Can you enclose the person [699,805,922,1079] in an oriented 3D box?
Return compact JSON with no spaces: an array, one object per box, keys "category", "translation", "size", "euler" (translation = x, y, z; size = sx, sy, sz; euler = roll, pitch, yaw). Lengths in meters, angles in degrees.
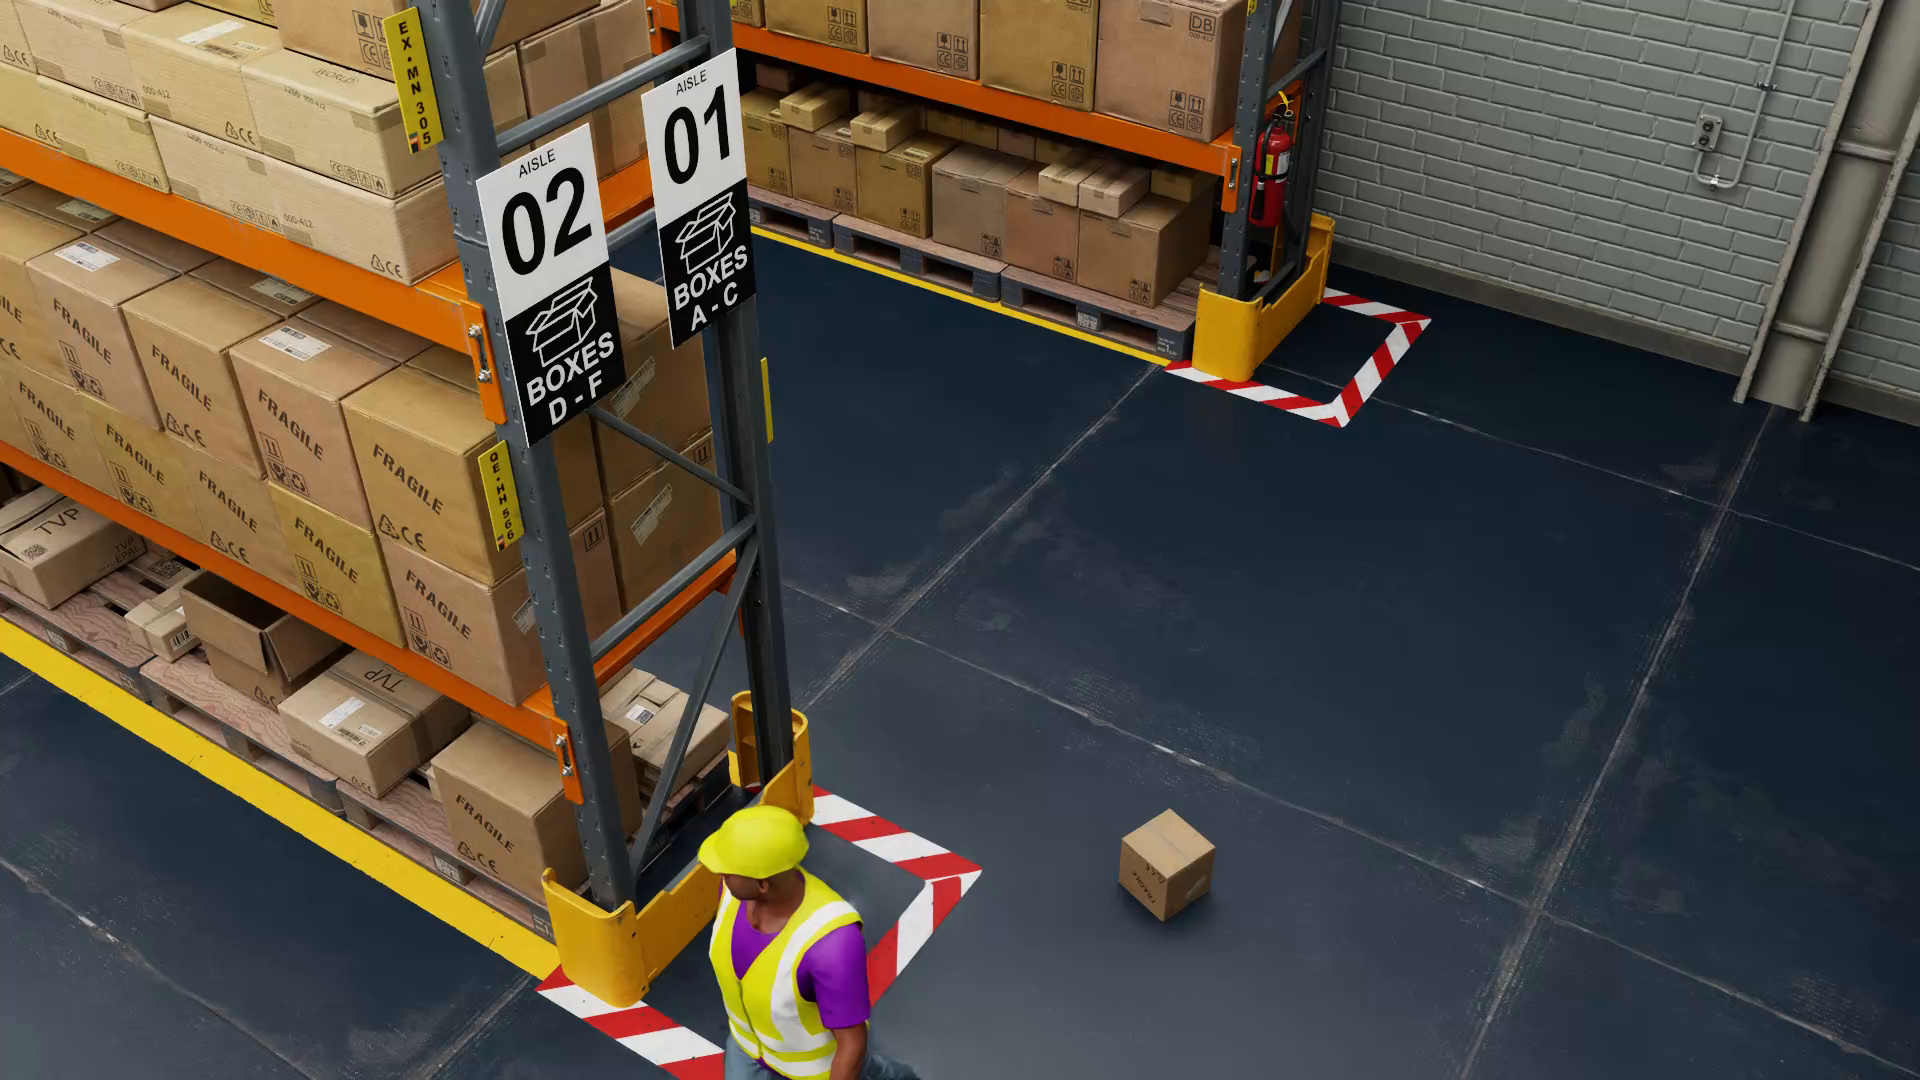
[{"category":"person","translation":[-0.491,1.467,4.801],"size":[0.632,1.719,1.053],"euler":[23,44,26]}]
